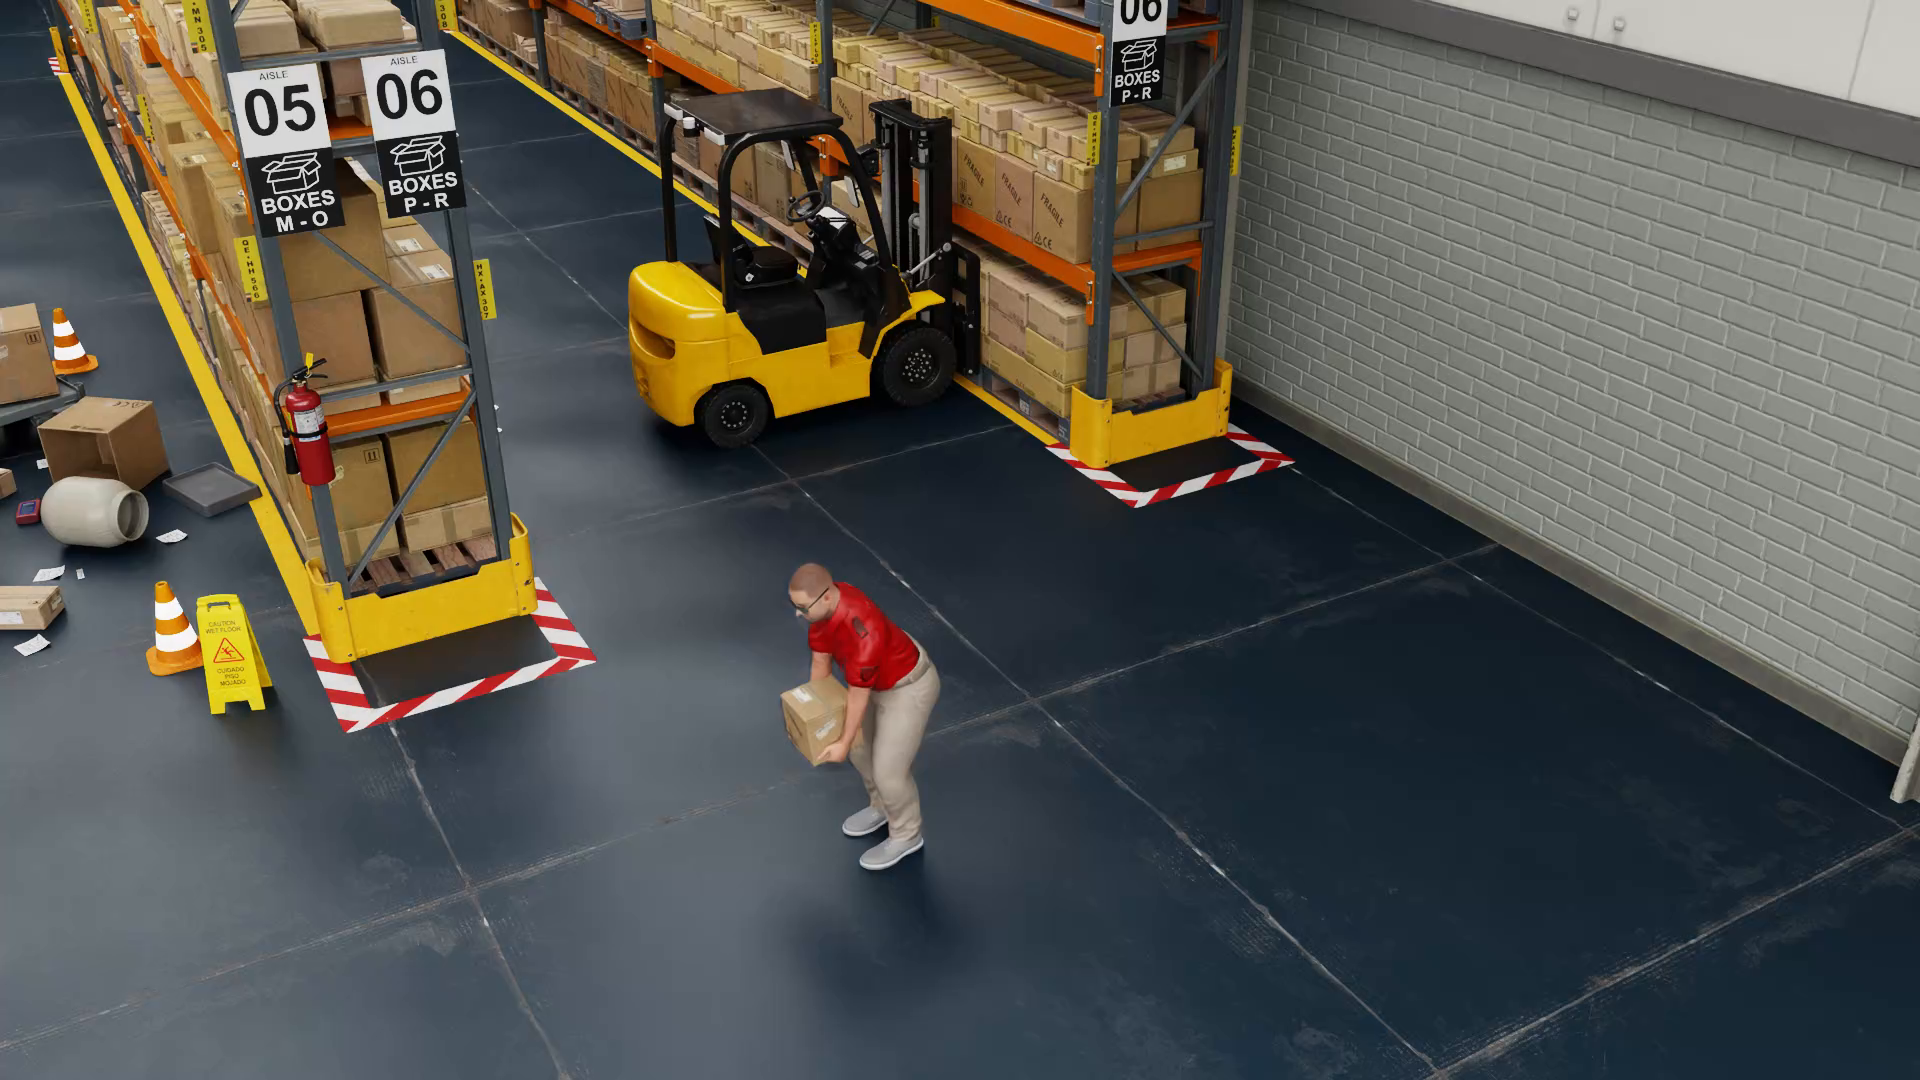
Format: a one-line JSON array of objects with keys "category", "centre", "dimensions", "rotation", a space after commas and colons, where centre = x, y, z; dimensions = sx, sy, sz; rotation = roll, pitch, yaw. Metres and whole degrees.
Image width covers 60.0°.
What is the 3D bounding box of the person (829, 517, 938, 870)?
[{"category": "person", "centre": [-0.377, 0.675, 7.370], "dimensions": [0.556, 1.723, 0.489], "rotation": [-16, 33, -27]}]
